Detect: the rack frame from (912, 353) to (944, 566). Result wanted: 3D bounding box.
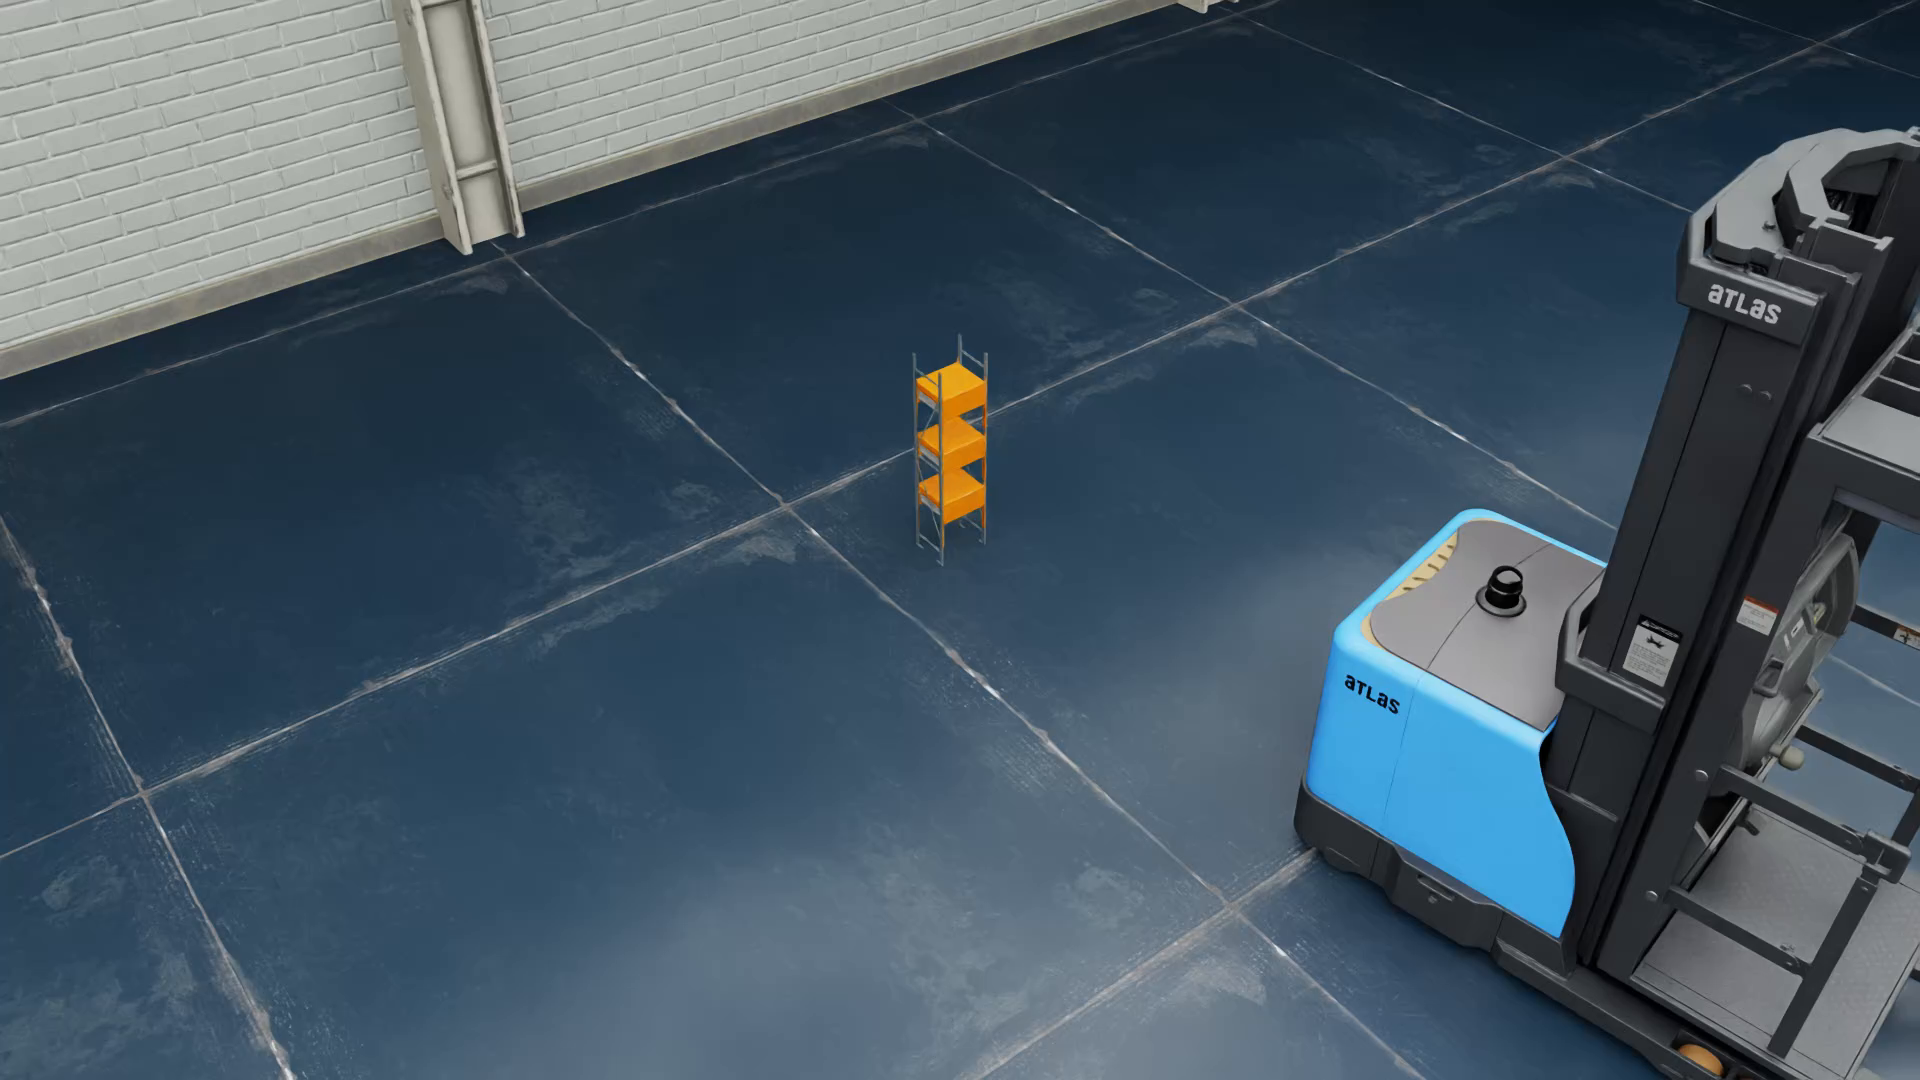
[{"bbox_3d":[-0.139,-0.338,7.334,0.008,1.050,0.200,-26,46,-28],"label":"rack frame"}]

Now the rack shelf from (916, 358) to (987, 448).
[{"bbox_3d":[-0.042,-0.596,7.219,0.240,0.259,0.215,-26,46,-28],"label":"rack shelf"}]

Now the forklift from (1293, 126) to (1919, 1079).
[{"bbox_3d":[2.700,0.406,4.944,3.031,2.935,1.130,30,48,31],"label":"forklift"}]

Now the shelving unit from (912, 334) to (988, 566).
[{"bbox_3d":[-0.042,-0.385,7.392,0.252,1.050,0.215,-26,46,-28],"label":"shelving unit"}]

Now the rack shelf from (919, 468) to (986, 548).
[{"bbox_3d":[-0.042,-0.162,7.575,0.240,0.259,0.215,-26,46,-28],"label":"rack shelf"}]

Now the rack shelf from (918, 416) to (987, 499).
[{"bbox_3d":[-0.042,-0.377,7.399,0.240,0.259,0.215,-26,46,-28],"label":"rack shelf"}]

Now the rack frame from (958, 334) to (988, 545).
[{"bbox_3d":[0.054,-0.432,7.449,0.008,1.050,0.200,-26,46,-28],"label":"rack frame"}]

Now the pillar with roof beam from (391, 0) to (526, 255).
[{"bbox_3d":[-0.232,-3.144,4.487,0.400,9.000,9.100,-26,46,-28],"label":"pillar with roof beam"}]
